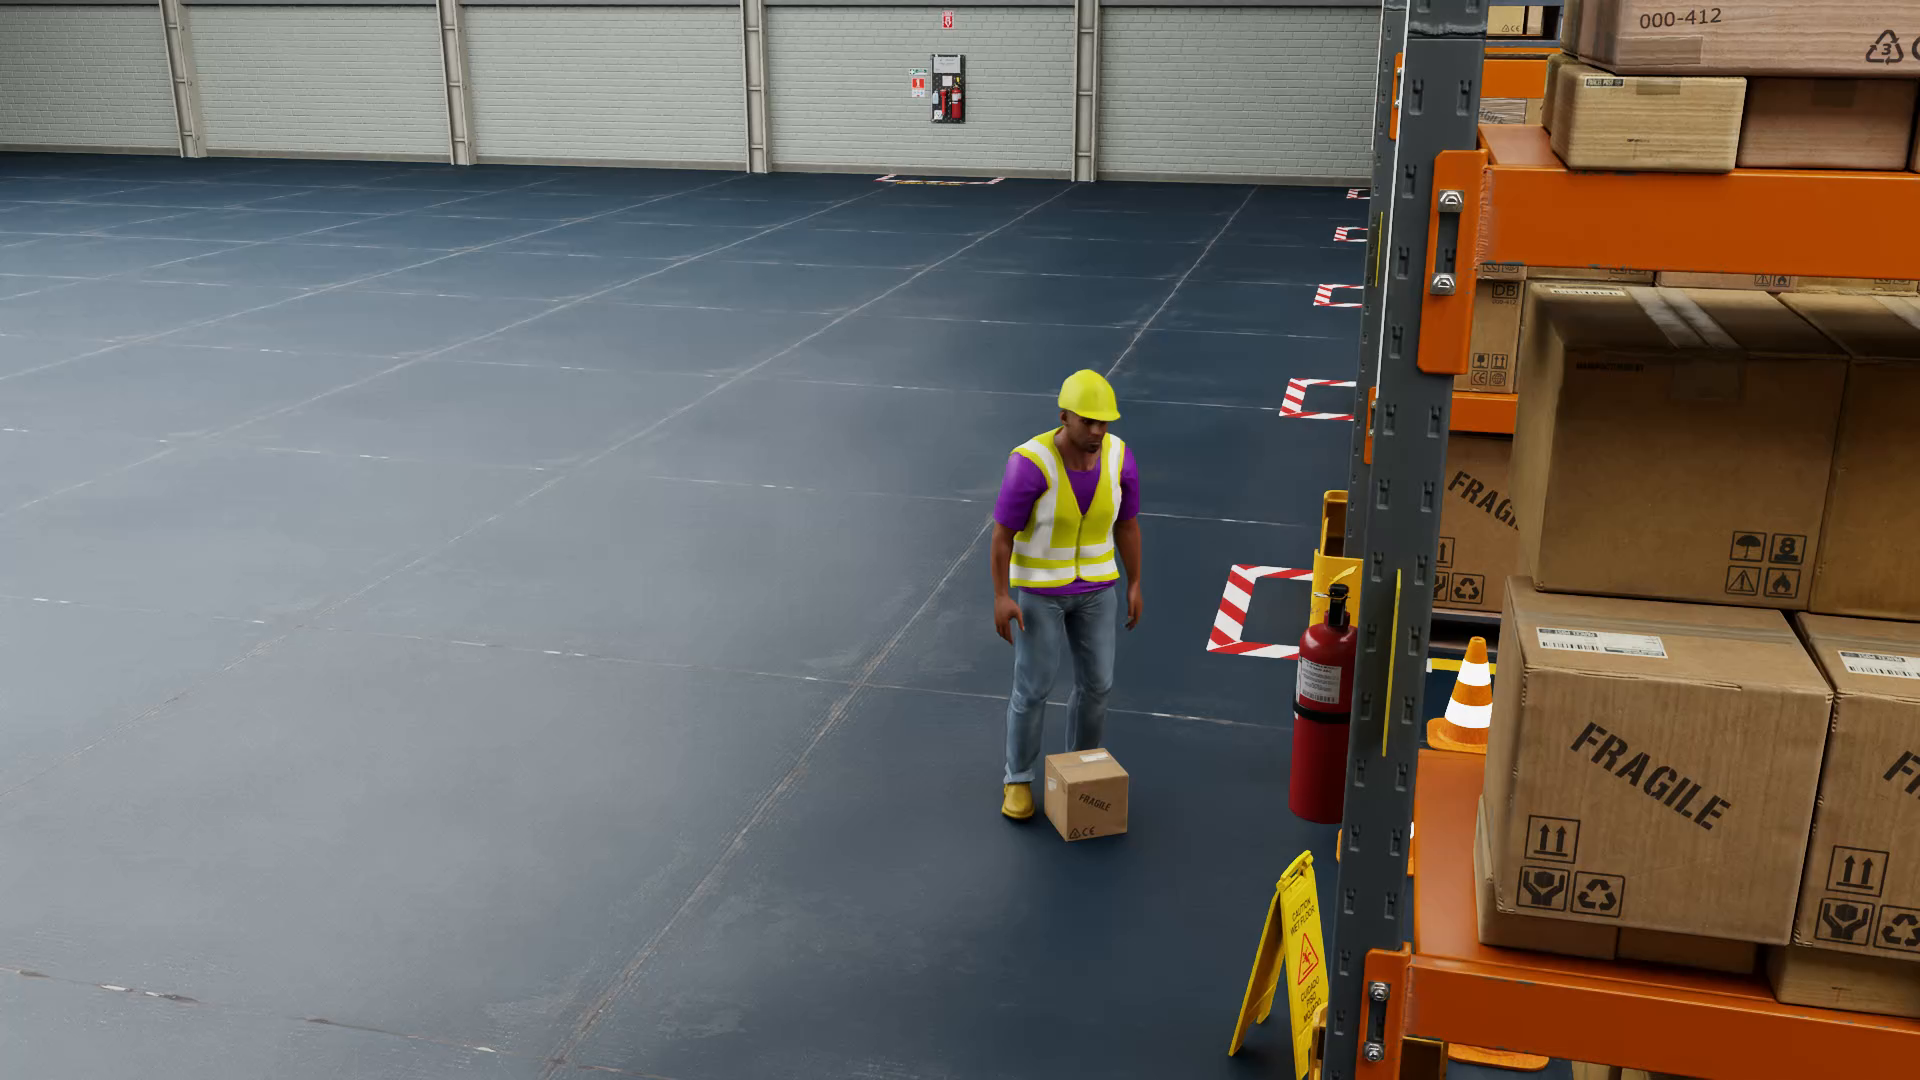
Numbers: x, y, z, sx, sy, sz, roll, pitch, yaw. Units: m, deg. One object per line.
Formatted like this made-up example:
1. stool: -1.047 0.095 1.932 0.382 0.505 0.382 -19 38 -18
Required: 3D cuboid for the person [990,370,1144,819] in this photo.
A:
1. person: 0.423 0.200 6.421 0.631 1.759 0.461 -6 19 -18
